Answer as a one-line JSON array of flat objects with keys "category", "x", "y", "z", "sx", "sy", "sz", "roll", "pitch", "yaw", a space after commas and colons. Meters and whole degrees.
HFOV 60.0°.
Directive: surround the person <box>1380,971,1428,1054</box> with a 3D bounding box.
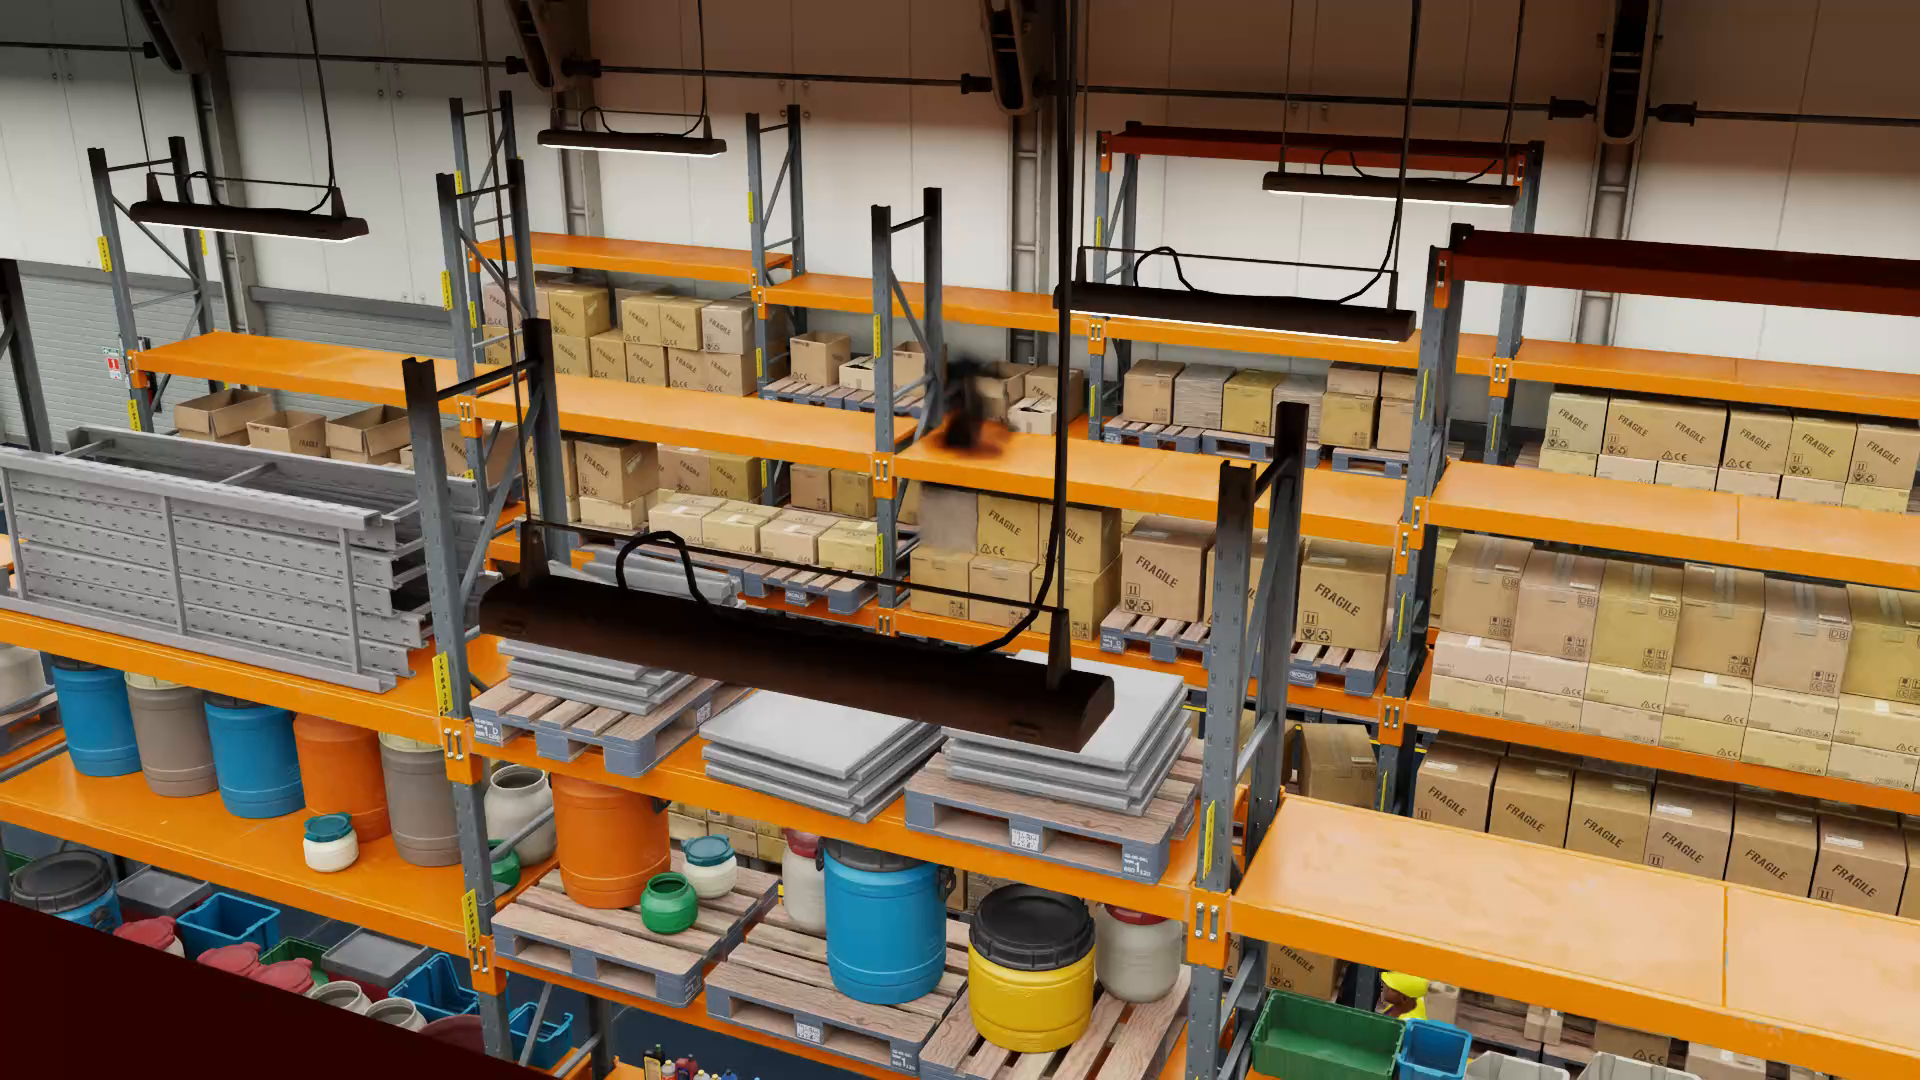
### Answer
[{"category": "person", "x": 2.784, "y": 3.529, "z": 10.798, "sx": 0.657, "sy": 1.746, "sz": 0.672, "roll": 7, "pitch": 21, "yaw": 17}]
